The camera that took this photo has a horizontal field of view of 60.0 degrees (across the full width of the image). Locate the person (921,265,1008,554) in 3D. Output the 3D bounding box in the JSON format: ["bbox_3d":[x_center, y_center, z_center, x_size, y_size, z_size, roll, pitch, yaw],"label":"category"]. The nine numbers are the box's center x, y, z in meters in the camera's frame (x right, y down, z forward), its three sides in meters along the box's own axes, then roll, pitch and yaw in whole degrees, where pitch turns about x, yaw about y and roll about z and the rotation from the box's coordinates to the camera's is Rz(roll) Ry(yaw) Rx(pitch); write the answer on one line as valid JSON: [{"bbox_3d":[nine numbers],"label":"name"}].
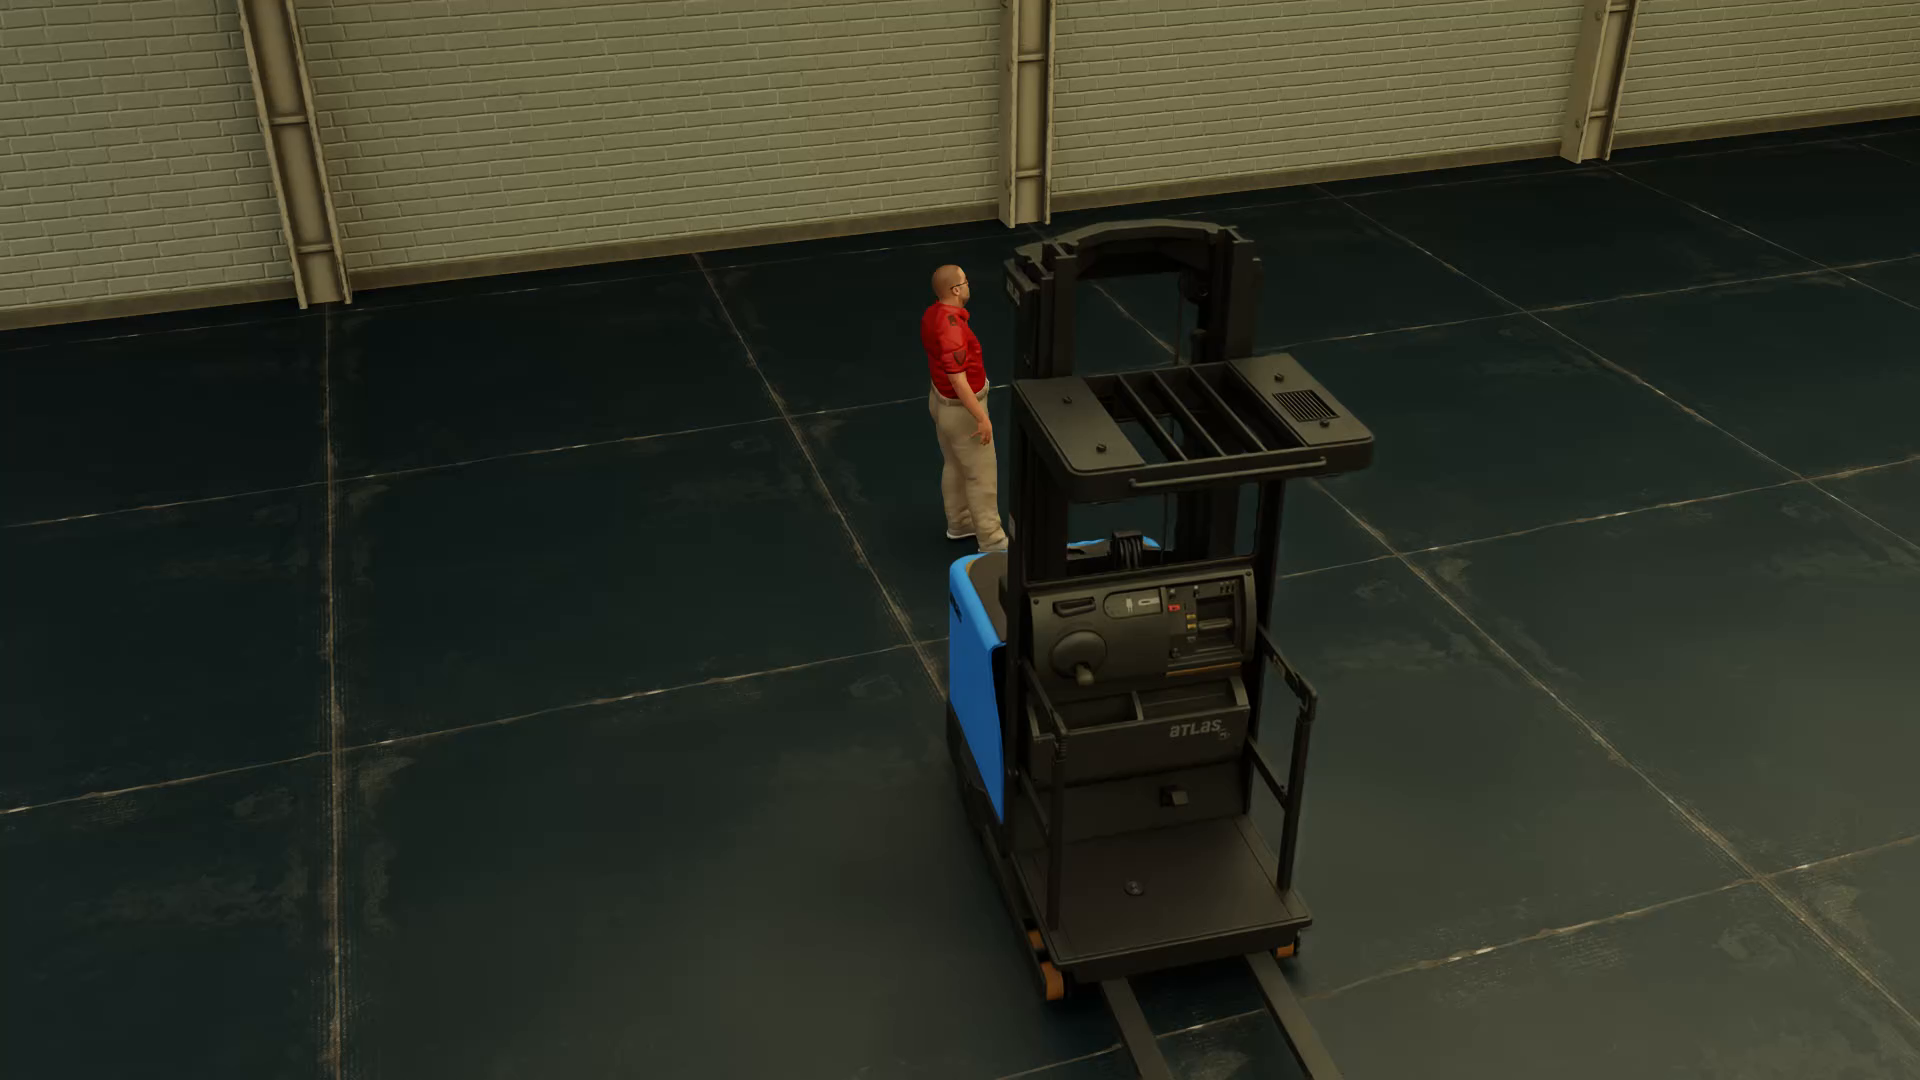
[{"bbox_3d":[0.089,-0.764,9.606,0.551,1.727,0.640,-10,31,-16],"label":"person"}]

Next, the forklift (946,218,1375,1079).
[{"bbox_3d":[0.783,0.393,6.404,1.130,2.935,3.031,-7,31,-12],"label":"forklift"}]
